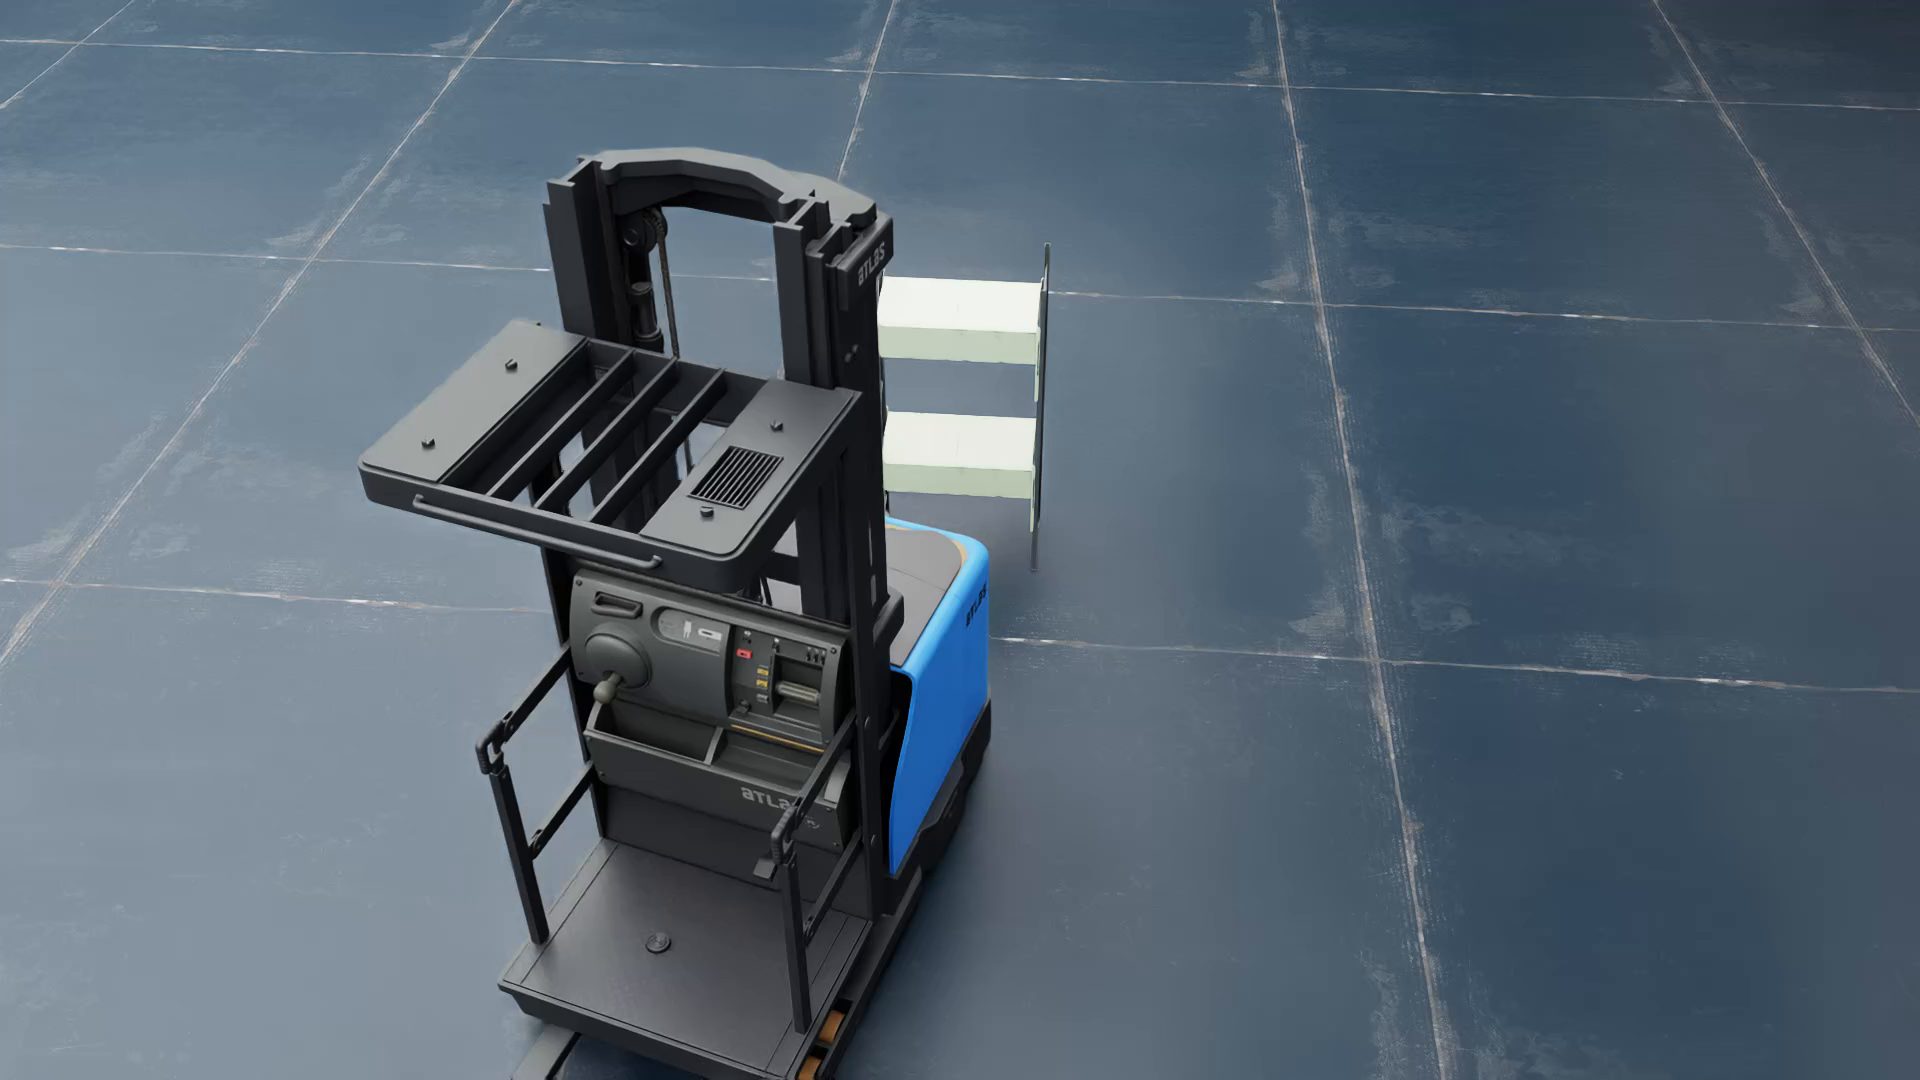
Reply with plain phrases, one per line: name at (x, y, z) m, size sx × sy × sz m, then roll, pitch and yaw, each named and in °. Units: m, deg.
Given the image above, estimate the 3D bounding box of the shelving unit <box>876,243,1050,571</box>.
shelving unit at (-0.007, -0.582, 7.447) m, size 0.755 × 1.500 × 0.431 m, roll 3°, pitch 39°, yaw 4°

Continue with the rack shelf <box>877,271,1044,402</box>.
rack shelf at (-0.007, -0.885, 7.201) m, size 0.720 × 0.370 × 0.431 m, roll 3°, pitch 39°, yaw 4°

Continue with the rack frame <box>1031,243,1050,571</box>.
rack frame at (0.358, -0.562, 7.423) m, size 0.023 × 1.500 × 0.400 m, roll 3°, pitch 39°, yaw 4°

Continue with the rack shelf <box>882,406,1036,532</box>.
rack shelf at (-0.007, -0.329, 7.653) m, size 0.720 × 0.370 × 0.431 m, roll 3°, pitch 39°, yaw 4°

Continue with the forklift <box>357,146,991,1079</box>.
forklift at (-0.876, 0.457, 5.037) m, size 1.130 × 2.935 × 3.031 m, roll 14°, pitch 41°, yaw 16°

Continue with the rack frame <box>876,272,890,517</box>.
rack frame at (-0.371, -0.602, 7.472) m, size 0.023 × 1.500 × 0.400 m, roll 3°, pitch 39°, yaw 4°
